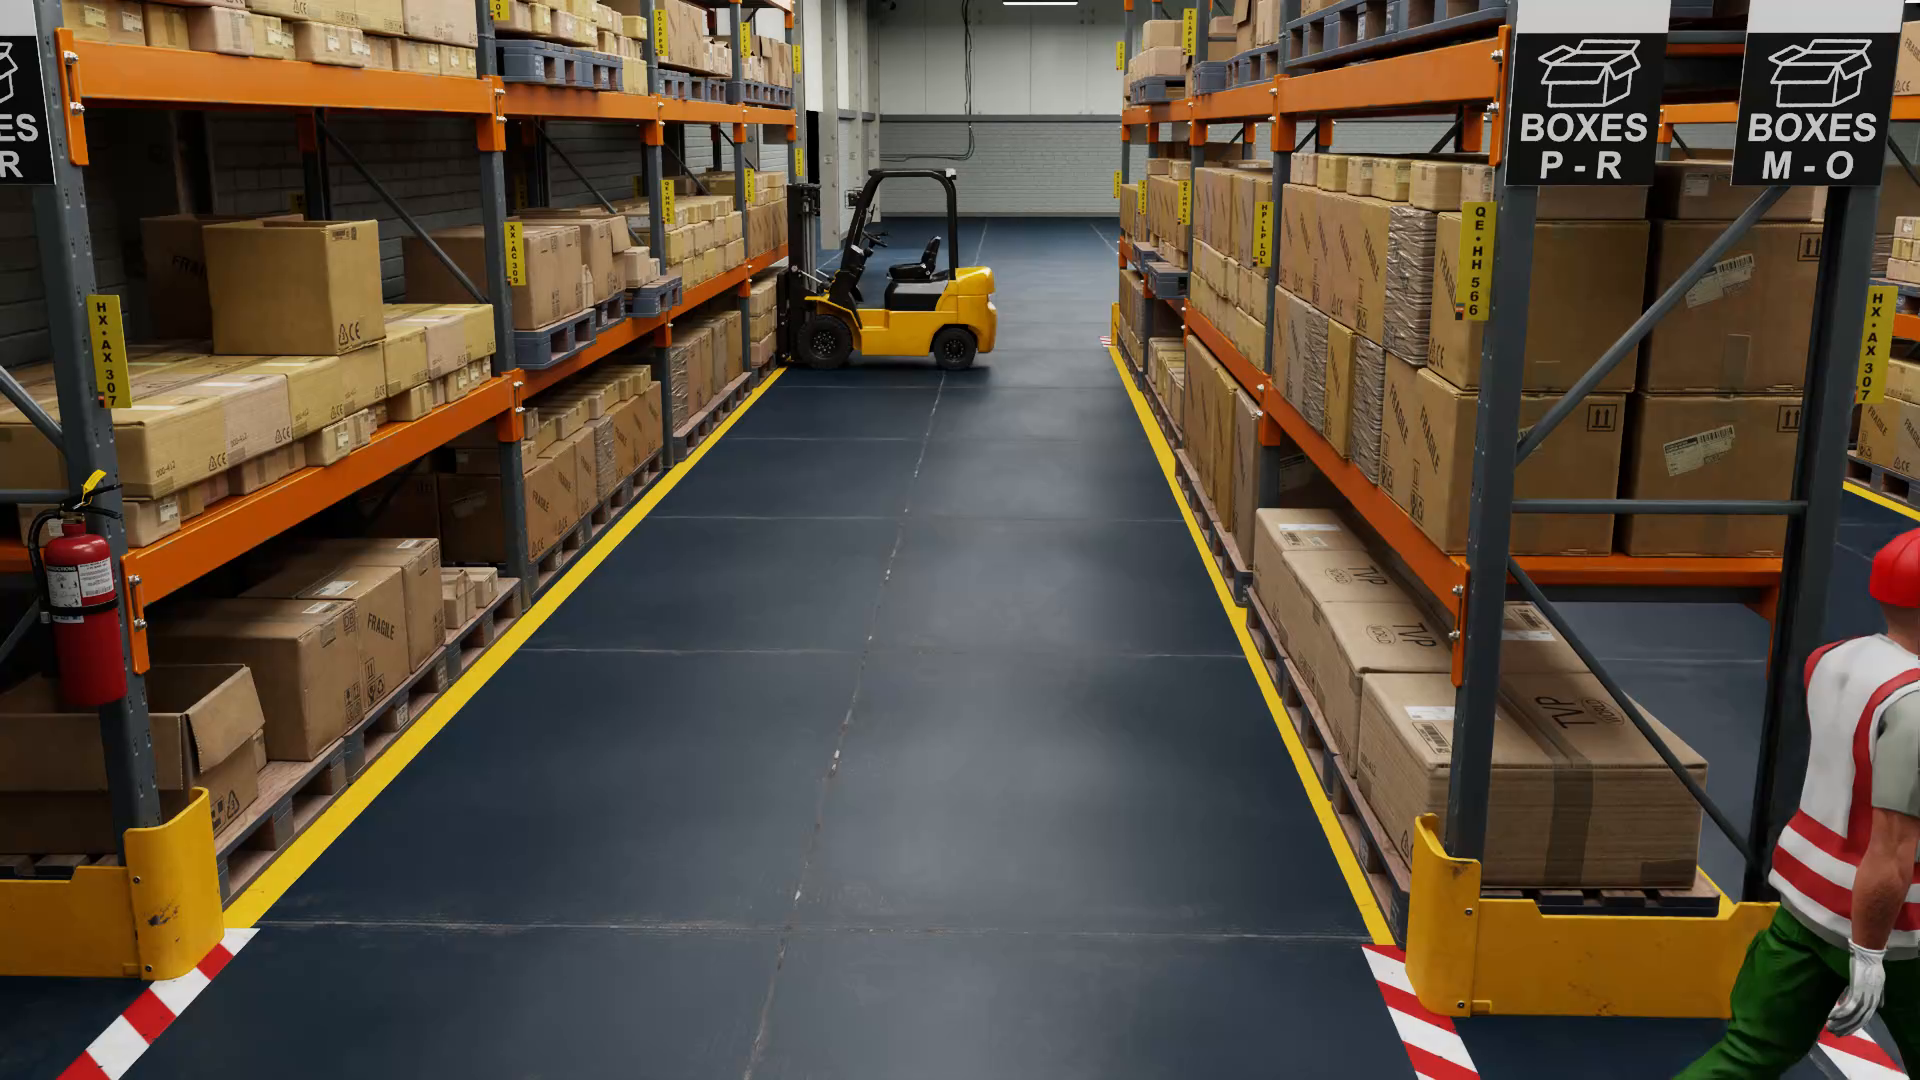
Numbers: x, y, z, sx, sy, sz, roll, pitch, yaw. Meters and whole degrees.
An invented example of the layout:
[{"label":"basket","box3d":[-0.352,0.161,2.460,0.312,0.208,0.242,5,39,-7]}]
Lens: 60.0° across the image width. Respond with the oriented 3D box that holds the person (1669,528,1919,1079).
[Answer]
[{"label":"person","box3d":[2.032,0.807,3.676,1.114,1.728,0.552,-1,14,-5]}]
